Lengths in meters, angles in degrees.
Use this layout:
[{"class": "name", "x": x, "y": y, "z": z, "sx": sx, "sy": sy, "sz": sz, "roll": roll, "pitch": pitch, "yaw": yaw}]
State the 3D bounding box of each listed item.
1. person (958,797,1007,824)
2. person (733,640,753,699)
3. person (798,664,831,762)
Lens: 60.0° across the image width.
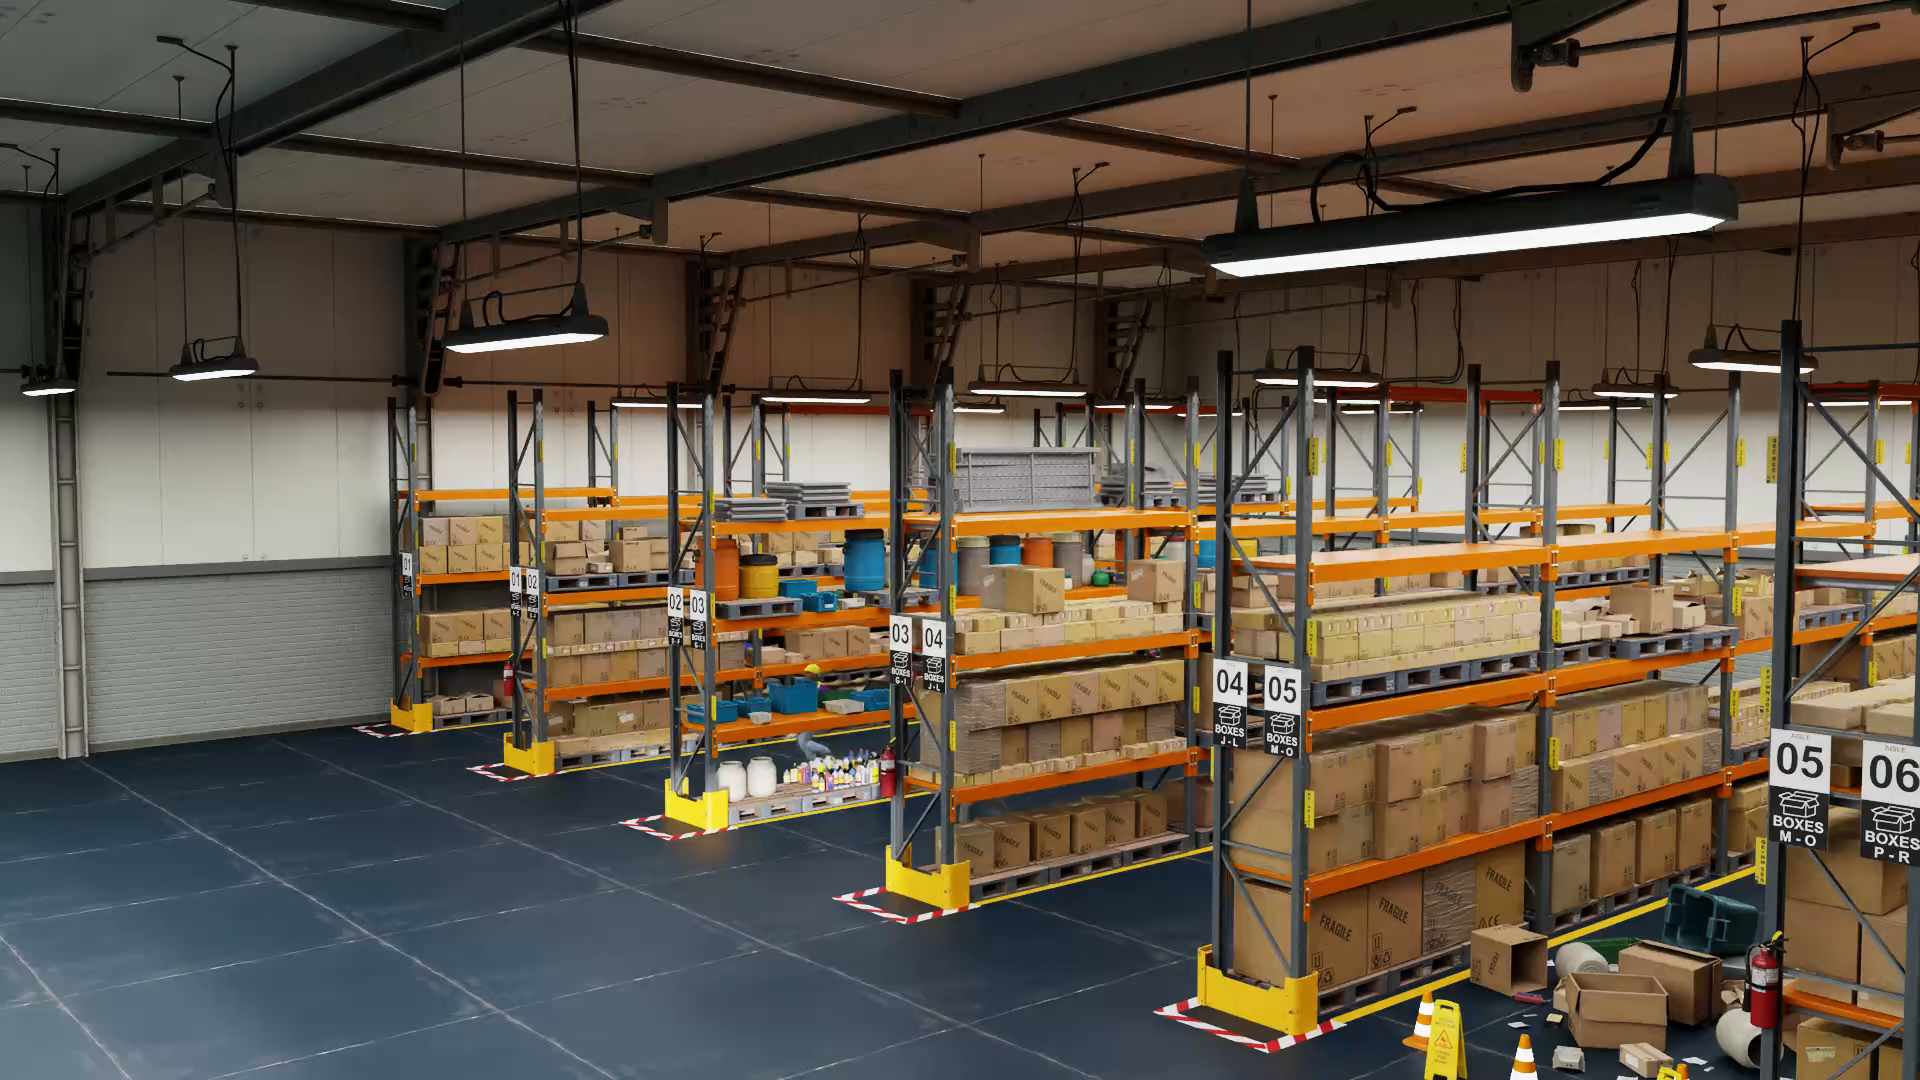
[{"class": "person", "x": 0.253, "y": 3.004, "z": 22.155, "sx": 0.572, "sy": 1.689, "sz": 0.935, "roll": 3, "pitch": 4, "yaw": 40}, {"class": "person", "x": -4.146, "y": 2.511, "z": 31.696, "sx": 0.574, "sy": 1.602, "sz": 0.566, "roll": 3, "pitch": 5, "yaw": 43}, {"class": "person", "x": -2.333, "y": 2.792, "z": 25.912, "sx": 0.579, "sy": 1.723, "sz": 0.698, "roll": -2, "pitch": 4, "yaw": -36}]
